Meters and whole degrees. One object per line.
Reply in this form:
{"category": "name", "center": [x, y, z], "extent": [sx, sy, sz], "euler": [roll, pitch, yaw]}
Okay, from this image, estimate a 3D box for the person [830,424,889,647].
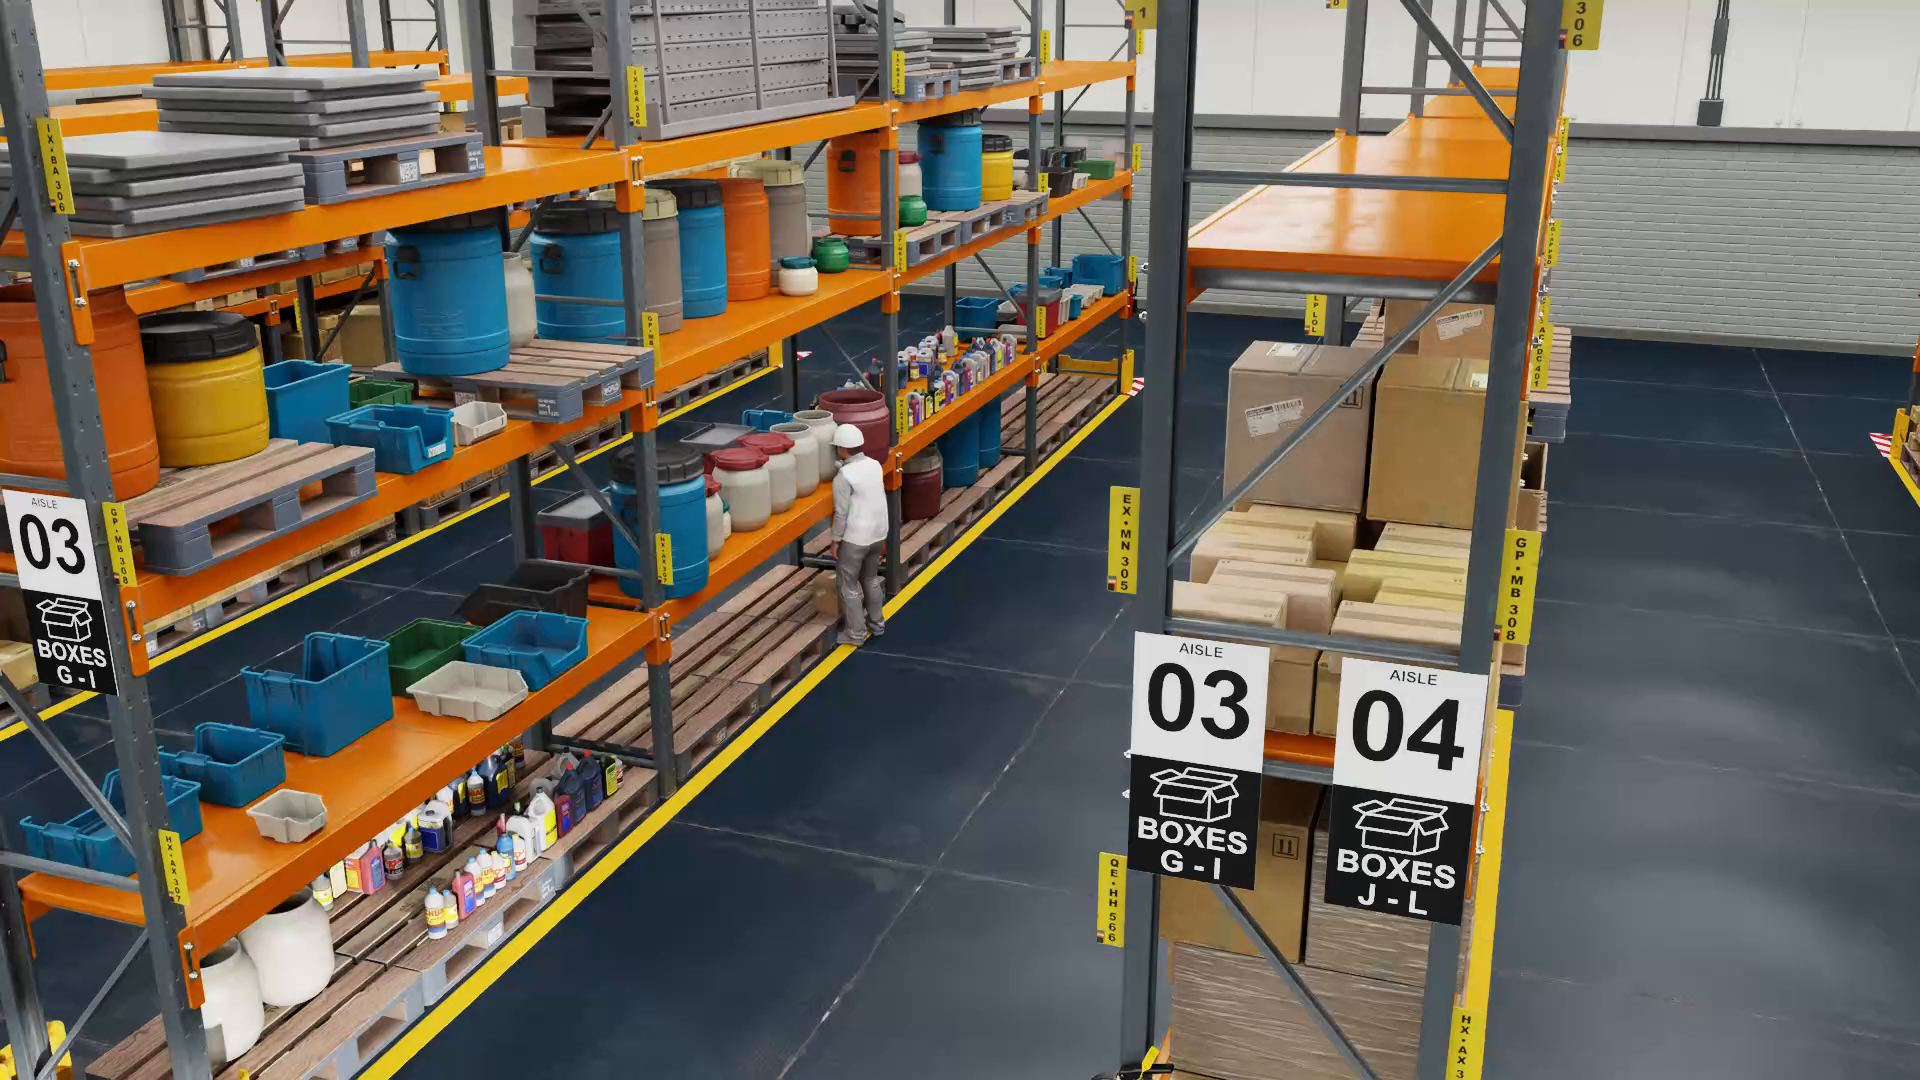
{"category": "person", "center": [-0.807, -0.045, 13.093], "extent": [0.463, 1.771, 0.580], "euler": [13, 23, 35]}
